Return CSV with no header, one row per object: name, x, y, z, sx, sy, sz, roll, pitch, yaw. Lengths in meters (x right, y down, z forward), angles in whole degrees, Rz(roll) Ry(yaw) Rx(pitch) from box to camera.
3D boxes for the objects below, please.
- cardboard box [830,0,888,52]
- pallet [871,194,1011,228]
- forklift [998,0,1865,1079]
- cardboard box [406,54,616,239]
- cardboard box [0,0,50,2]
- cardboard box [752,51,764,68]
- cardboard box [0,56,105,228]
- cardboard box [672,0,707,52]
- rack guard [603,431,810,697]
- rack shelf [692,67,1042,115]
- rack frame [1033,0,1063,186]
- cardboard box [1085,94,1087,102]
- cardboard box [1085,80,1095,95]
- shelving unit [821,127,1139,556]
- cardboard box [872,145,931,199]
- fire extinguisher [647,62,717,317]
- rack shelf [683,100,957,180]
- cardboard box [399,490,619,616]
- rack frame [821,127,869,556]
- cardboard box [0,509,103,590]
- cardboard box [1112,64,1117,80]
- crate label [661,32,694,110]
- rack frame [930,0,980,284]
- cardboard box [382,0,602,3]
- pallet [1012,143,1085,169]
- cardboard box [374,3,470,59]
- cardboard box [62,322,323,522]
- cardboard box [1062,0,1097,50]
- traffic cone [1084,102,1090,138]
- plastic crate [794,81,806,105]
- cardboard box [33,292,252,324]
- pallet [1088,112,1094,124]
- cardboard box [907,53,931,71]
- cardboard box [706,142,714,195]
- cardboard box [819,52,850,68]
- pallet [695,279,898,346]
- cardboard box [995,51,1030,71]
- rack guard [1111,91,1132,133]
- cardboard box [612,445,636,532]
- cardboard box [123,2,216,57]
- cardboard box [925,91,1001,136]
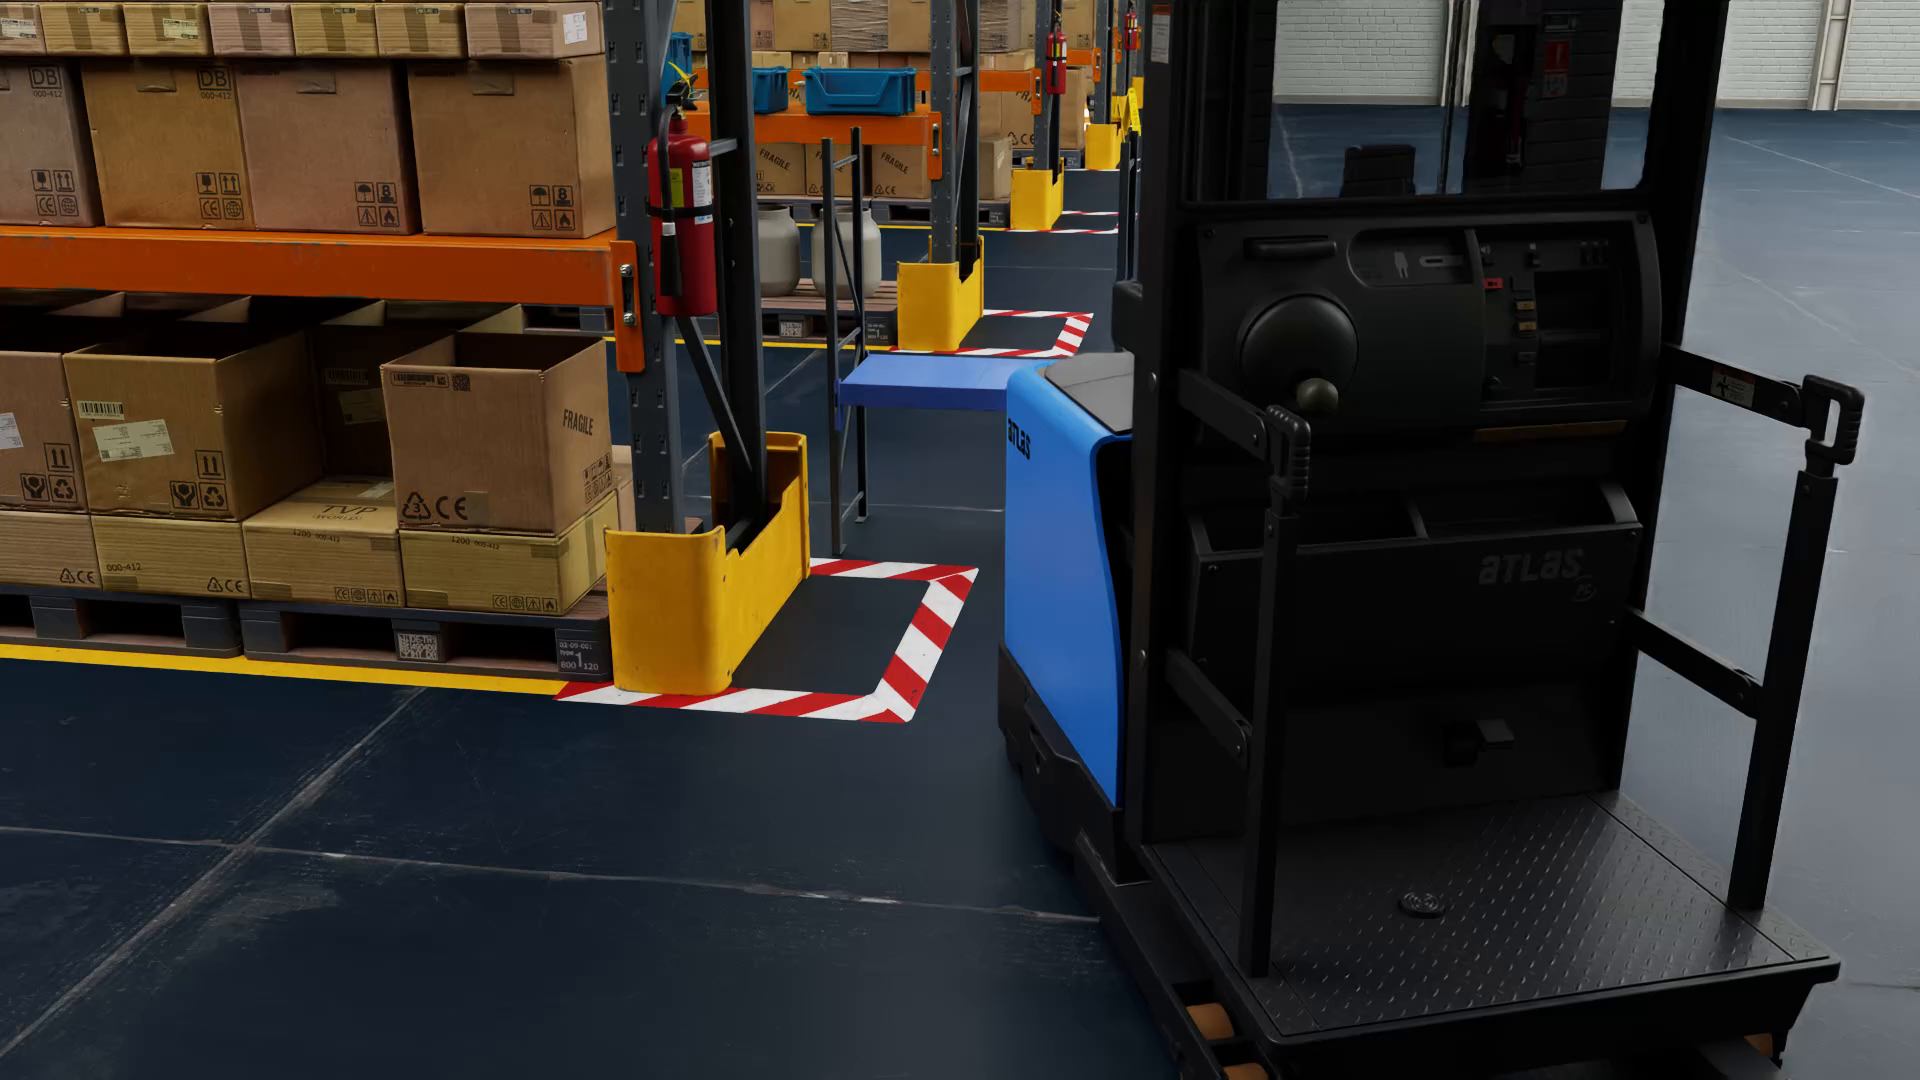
cardboard box,-0.776,-4.504,14.409,0.500,0.500,0.875,3,19,9
pallet,-0.109,-2.986,14.895,1.213,0.211,1.003,3,19,9
forklift,0.935,-0.412,2.916,1.130,2.935,3.031,-4,19,-12
cardboard box,-1.271,-1.224,5.077,0.500,0.500,0.700,3,19,9
cardboard box,-2.836,-1.917,5.103,0.500,0.500,0.700,3,19,9
cardboard box,-1.784,-4.175,14.448,0.250,0.149,0.380,3,19,9
cardboard box,-2.800,-1.301,5.307,0.500,0.500,0.700,3,19,10
cardboard box,-2.264,-4.564,14.590,0.500,0.500,0.875,3,19,9
rack guard,-0.789,0.037,5.404,0.348,0.500,1.175,3,19,9
rack shelf,-1.212,-4.012,14.700,4.000,0.370,1.077,3,19,9
rack frame,0.763,-4.253,14.285,0.127,3.000,1.000,3,19,9
cardboard box,1.582,-6.380,24.314,0.500,0.250,0.500,3,19,8
cardboard box,2.115,-7.760,28.441,0.500,0.250,0.500,3,19,9
shelving unit,0.084,-0.707,6.052,1.048,1.500,0.538,3,19,9
cardboard box,-0.447,-3.322,14.783,0.500,0.500,0.500,8,20,23
fire extinguisher,-0.769,-0.961,4.570,0.183,0.674,0.296,3,19,9
rack shelf,-1.998,-2.460,10.063,4.000,0.370,1.077,3,19,9
cardboard box,-1.389,0.021,5.184,0.500,0.250,0.500,3,19,9
rack frame,-0.418,-0.733,6.129,0.032,1.500,0.500,3,19,9
cardboard box,-2.872,-0.051,5.399,0.500,0.250,0.500,3,19,9
cardboard box,2.588,-7.971,28.283,0.500,0.250,0.500,3,19,8
crate label,-1.883,-2.726,9.666,0.616,0.435,0.502,3,19,9
rack frame,-0.023,-2.701,9.648,0.127,3.000,1.000,3,19,9
cardboard box,-1.324,-1.842,4.879,0.500,0.500,0.700,3,19,9
pallet,0.847,-4.495,19.404,1.213,0.211,1.003,3,19,9
cardboard box,-1.478,-1.477,4.809,0.250,0.149,0.380,3,19,10
cardboard box,-2.379,-0.380,5.200,0.500,0.500,0.500,3,19,9
cardboard box,1.276,-5.877,18.904,0.550,0.550,0.875,3,19,9
traffic cone,1.705,-5.772,22.824,0.334,0.463,0.336,3,19,9
plastic crate,-0.856,-2.722,10.126,0.250,0.136,0.298,3,19,9
cardboard box,-2.787,-0.573,5.778,0.500,0.500,0.500,3,19,9
pallet,1.463,-6.091,24.174,1.213,0.211,1.003,3,19,9
cardboard box,-0.298,-4.110,14.255,0.250,0.149,0.380,3,19,9
cardboard box,-2.231,-3.409,15.040,0.500,0.500,0.500,9,21,26
cardboard box,-1.049,-4.126,14.302,0.250,0.149,0.380,3,19,9
pallet,-0.907,-1.410,10.185,1.213,0.211,1.003,3,19,9
cardboard box,0.448,-4.083,14.175,0.250,0.149,0.380,3,19,9
rack guard,2.259,-6.176,23.972,0.348,0.500,1.175,3,19,9
cardboard box,-1.307,-0.141,5.669,0.500,0.250,0.500,3,19,9
cardboard box,-2.238,-1.516,4.926,0.250,0.149,0.380,4,19,10
cardboard box,0.100,-5.050,19.355,0.875,0.875,0.875,3,19,8
